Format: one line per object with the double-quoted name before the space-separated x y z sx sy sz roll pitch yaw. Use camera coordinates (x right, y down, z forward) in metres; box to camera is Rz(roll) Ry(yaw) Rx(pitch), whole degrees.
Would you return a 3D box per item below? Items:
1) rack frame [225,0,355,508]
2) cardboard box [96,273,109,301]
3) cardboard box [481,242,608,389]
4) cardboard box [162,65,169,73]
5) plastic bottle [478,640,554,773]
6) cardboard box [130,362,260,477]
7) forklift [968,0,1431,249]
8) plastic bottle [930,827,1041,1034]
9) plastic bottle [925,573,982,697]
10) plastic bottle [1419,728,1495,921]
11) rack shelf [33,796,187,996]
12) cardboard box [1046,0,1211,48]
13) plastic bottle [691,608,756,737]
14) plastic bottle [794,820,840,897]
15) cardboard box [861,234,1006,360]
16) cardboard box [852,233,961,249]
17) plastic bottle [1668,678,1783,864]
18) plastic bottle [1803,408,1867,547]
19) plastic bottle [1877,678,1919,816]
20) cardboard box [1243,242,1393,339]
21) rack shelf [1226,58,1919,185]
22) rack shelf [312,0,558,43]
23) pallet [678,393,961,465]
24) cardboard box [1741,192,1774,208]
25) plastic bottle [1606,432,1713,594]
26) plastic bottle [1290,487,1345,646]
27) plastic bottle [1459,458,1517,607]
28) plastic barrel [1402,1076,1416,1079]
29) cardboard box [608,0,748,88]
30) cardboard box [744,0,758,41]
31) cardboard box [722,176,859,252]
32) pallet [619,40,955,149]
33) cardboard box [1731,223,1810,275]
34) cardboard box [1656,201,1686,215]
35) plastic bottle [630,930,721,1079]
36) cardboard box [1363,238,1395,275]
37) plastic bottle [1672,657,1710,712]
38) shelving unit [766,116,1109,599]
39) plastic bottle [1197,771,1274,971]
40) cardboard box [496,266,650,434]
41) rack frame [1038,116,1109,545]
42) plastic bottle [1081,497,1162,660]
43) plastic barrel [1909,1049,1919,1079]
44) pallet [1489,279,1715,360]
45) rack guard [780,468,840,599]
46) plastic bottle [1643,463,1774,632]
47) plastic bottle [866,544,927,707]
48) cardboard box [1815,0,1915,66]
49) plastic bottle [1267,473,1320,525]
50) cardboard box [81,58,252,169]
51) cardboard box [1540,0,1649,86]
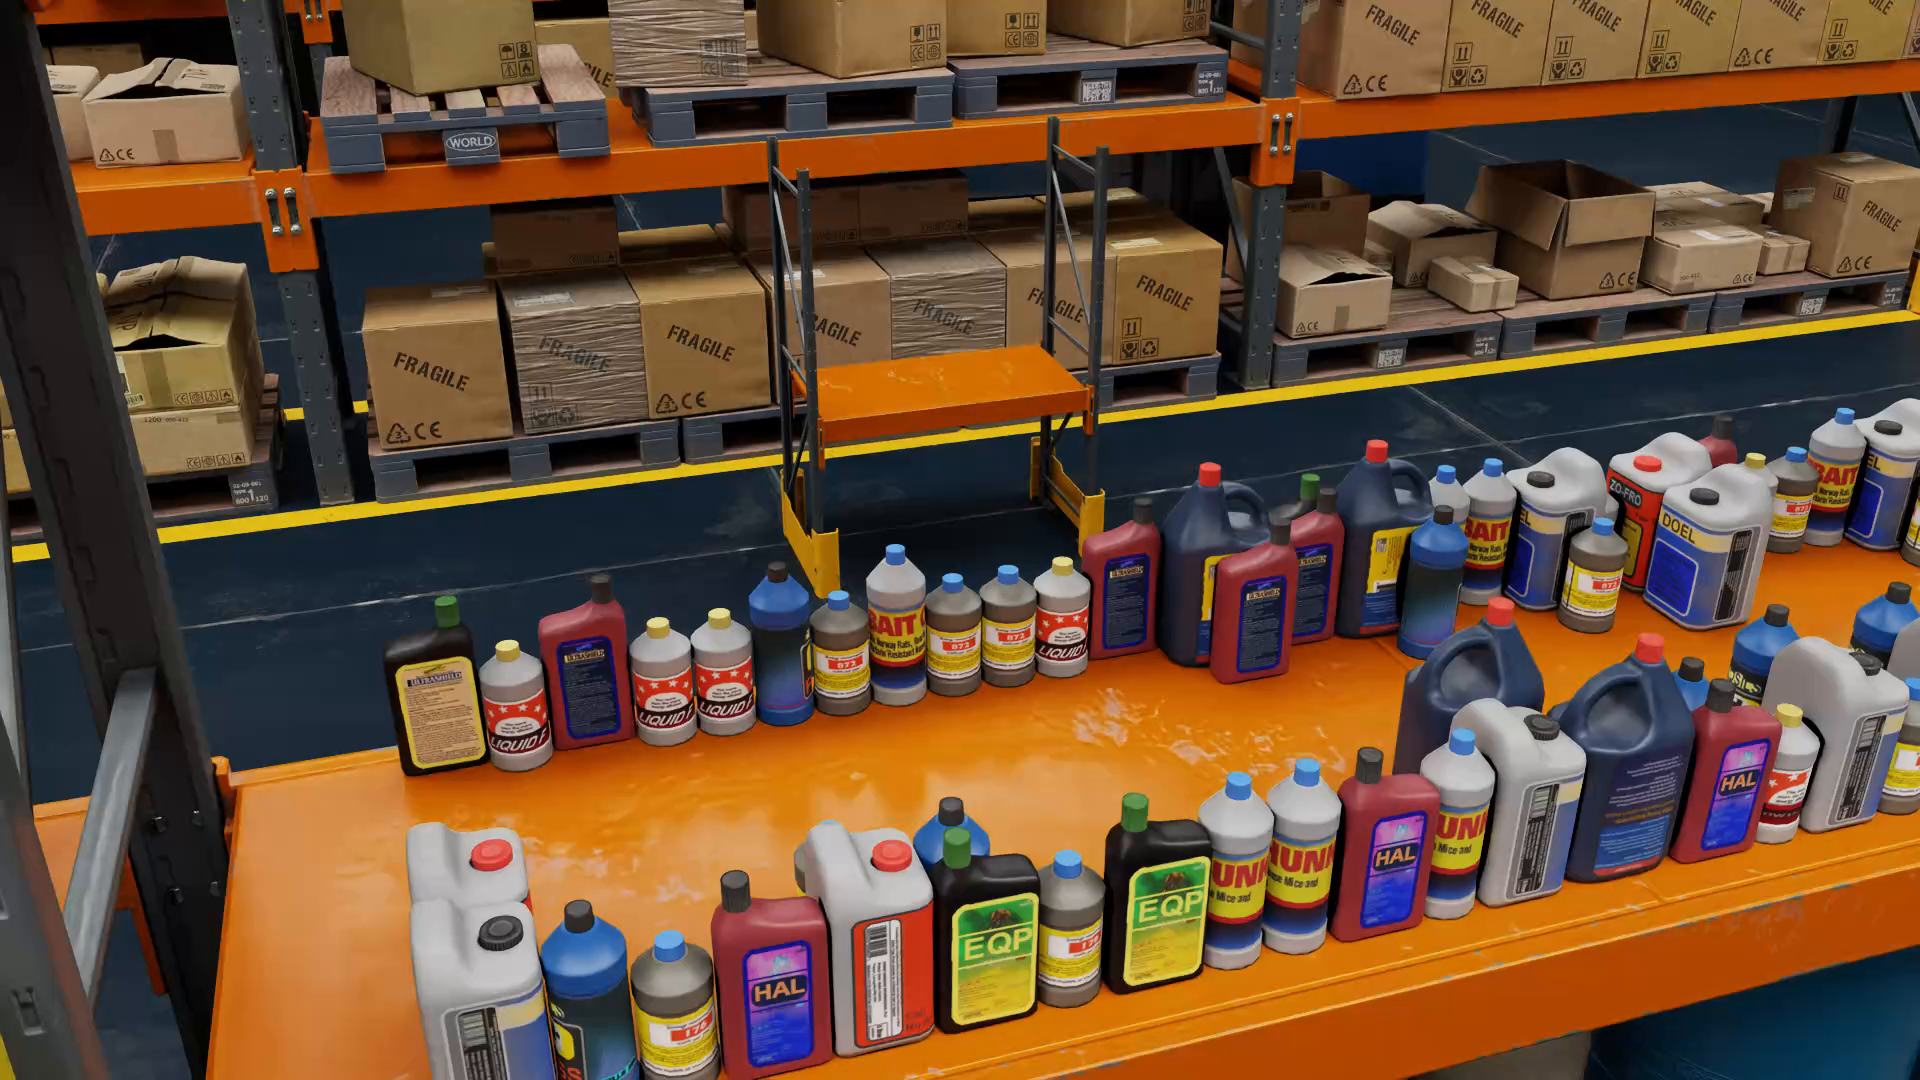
"rack frame" -2.593 -1.688 6.277 0.127 3.000 1.000 -8 28 -16
"cardboard box" -3.678 -0.872 6.622 0.500 0.311 0.500 -9 28 -17
"cardboard box" -1.776 -0.993 7.194 0.500 0.500 0.500 -7 27 -14
"cardboard box" -5.324 -2.716 10.665 0.500 0.500 0.700 -8 28 -16
"plastic bottle" -0.694 0.252 2.593 0.097 0.201 0.097 0 26 0
"cardboard box" -3.017 -0.469 6.441 0.500 0.250 0.500 -8 27 -15
"forklift" 1.126 -3.111 9.221 3.031 2.935 1.130 -6 27 -11
"plastic bottle" 0.031 0.473 2.054 0.133 0.283 0.061 -8 28 -16
"plastic bottle" -0.012 0.153 2.792 0.097 0.201 0.097 0 26 0
"plastic bottle" 0.666 0.378 2.260 0.097 0.271 0.097 0 26 0
"rack shelf" -2.964 1.005 1.662 4.000 0.370 1.077 -8 28 -16
"cardboard box" 0.691 -2.501 7.330 0.500 0.500 0.700 -19 32 -33
"plastic bottle" -0.382 0.206 2.684 0.097 0.201 0.097 0 26 0
"plastic bottle" -0.167 0.459 2.175 0.097 0.201 0.097 0 26 0
"cardboard box" -0.119 -0.994 7.195 0.500 0.500 0.500 -8 27 -15
"cardboard box" -0.306 -1.209 7.628 0.500 0.500 0.500 -8 27 -15
"plastic bottle" 1.085 0.321 2.362 0.133 0.283 0.061 -8 28 -16
"plastic bottle" 1.716 -0.129 3.281 0.097 0.271 0.097 0 26 0
"plastic bottle" 1.410 0.302 2.492 0.097 0.201 0.097 0 26 0
"cardboard box" 1.677 -1.198 7.818 0.500 0.311 0.500 -8 28 -16
"rack shelf" 3.113 -2.192 8.101 4.000 0.370 1.077 -8 28 -16
"rack shelf" -2.228 -3.735 11.209 4.000 0.370 1.077 -8 28 -16
"pallet" -0.713 -0.692 7.407 1.213 0.211 1.003 -8 28 -16
"cardboard box" 4.510 -1.797 9.208 0.250 0.149 0.380 -8 28 -16
"plastic bottle" 1.303 -0.058 3.133 0.135 0.276 0.152 -8 28 -16
"plastic bottle" 0.599 0.048 2.912 0.133 0.283 0.061 -8 28 -16
"plastic bottle" 0.963 -0.020 3.061 0.097 0.271 0.097 0 26 0
"plastic barrel" 0.472 1.069 2.963 0.708 0.588 0.600 -8 28 -16
"cardboard box" -1.100 -2.100 6.523 0.500 0.500 0.700 -3 27 -6
"cardboard box" -1.749 -3.290 11.449 0.750 0.750 0.750 -7 27 -15
"cardboard box" -0.752 -1.481 7.334 0.500 0.250 0.500 -9 28 -17
"pallet" -0.745 -1.872 6.863 1.213 0.211 1.003 -8 28 -16
"cardboard box" 4.161 -1.521 8.632 0.250 0.166 0.380 -8 28 -16
"cardboard box" 3.459 -1.662 8.823 0.500 0.250 0.500 -8 28 -16
"plastic bottle" -0.339 0.555 1.982 0.097 0.201 0.097 0 26 0
"cardboard box" 2.003 -1.434 8.477 0.250 0.149 0.380 -8 28 -16
"plastic bottle" 1.044 0.295 2.427 0.097 0.271 0.097 0 26 0
"shelving unit" -0.072 -0.661 5.895 1.083 1.500 0.587 -8 28 -16
"plastic bottle" 0.354 0.423 2.169 0.097 0.271 0.097 0 26 0
"cardboard box" -1.575 -0.782 6.768 0.500 0.500 0.500 -9 28 -18
"rack frame" 0.402 -0.730 6.034 0.032 1.500 0.500 -8 28 -16
"plastic bottle" 0.277 0.066 2.876 0.133 0.283 0.061 -8 28 -16
"plastic barrel" 2.219 0.676 3.403 0.708 0.901 0.600 -8 28 -16
"pallet" 3.026 -1.253 8.538 1.213 0.211 1.003 -8 28 -16
"rack guard" -0.546 -0.033 6.035 0.087 0.250 0.587 -8 28 -16
"plastic bottle" 1.350 0.006 3.004 0.135 0.276 0.152 -8 28 -16
"plastic bottle" -0.105 0.135 2.750 0.097 0.271 0.097 0 26 0
"cardboard box" 4.180 -2.585 7.971 0.500 0.500 0.500 -8 28 -16
"plastic bottle" 0.580 0.022 2.964 0.133 0.283 0.061 -8 28 -16
"cardboard box" -2.952 -1.616 6.233 0.500 0.311 0.500 -7 27 -13
"cardboard box" 2.742 -2.378 7.555 0.500 0.500 0.500 -8 28 -16
